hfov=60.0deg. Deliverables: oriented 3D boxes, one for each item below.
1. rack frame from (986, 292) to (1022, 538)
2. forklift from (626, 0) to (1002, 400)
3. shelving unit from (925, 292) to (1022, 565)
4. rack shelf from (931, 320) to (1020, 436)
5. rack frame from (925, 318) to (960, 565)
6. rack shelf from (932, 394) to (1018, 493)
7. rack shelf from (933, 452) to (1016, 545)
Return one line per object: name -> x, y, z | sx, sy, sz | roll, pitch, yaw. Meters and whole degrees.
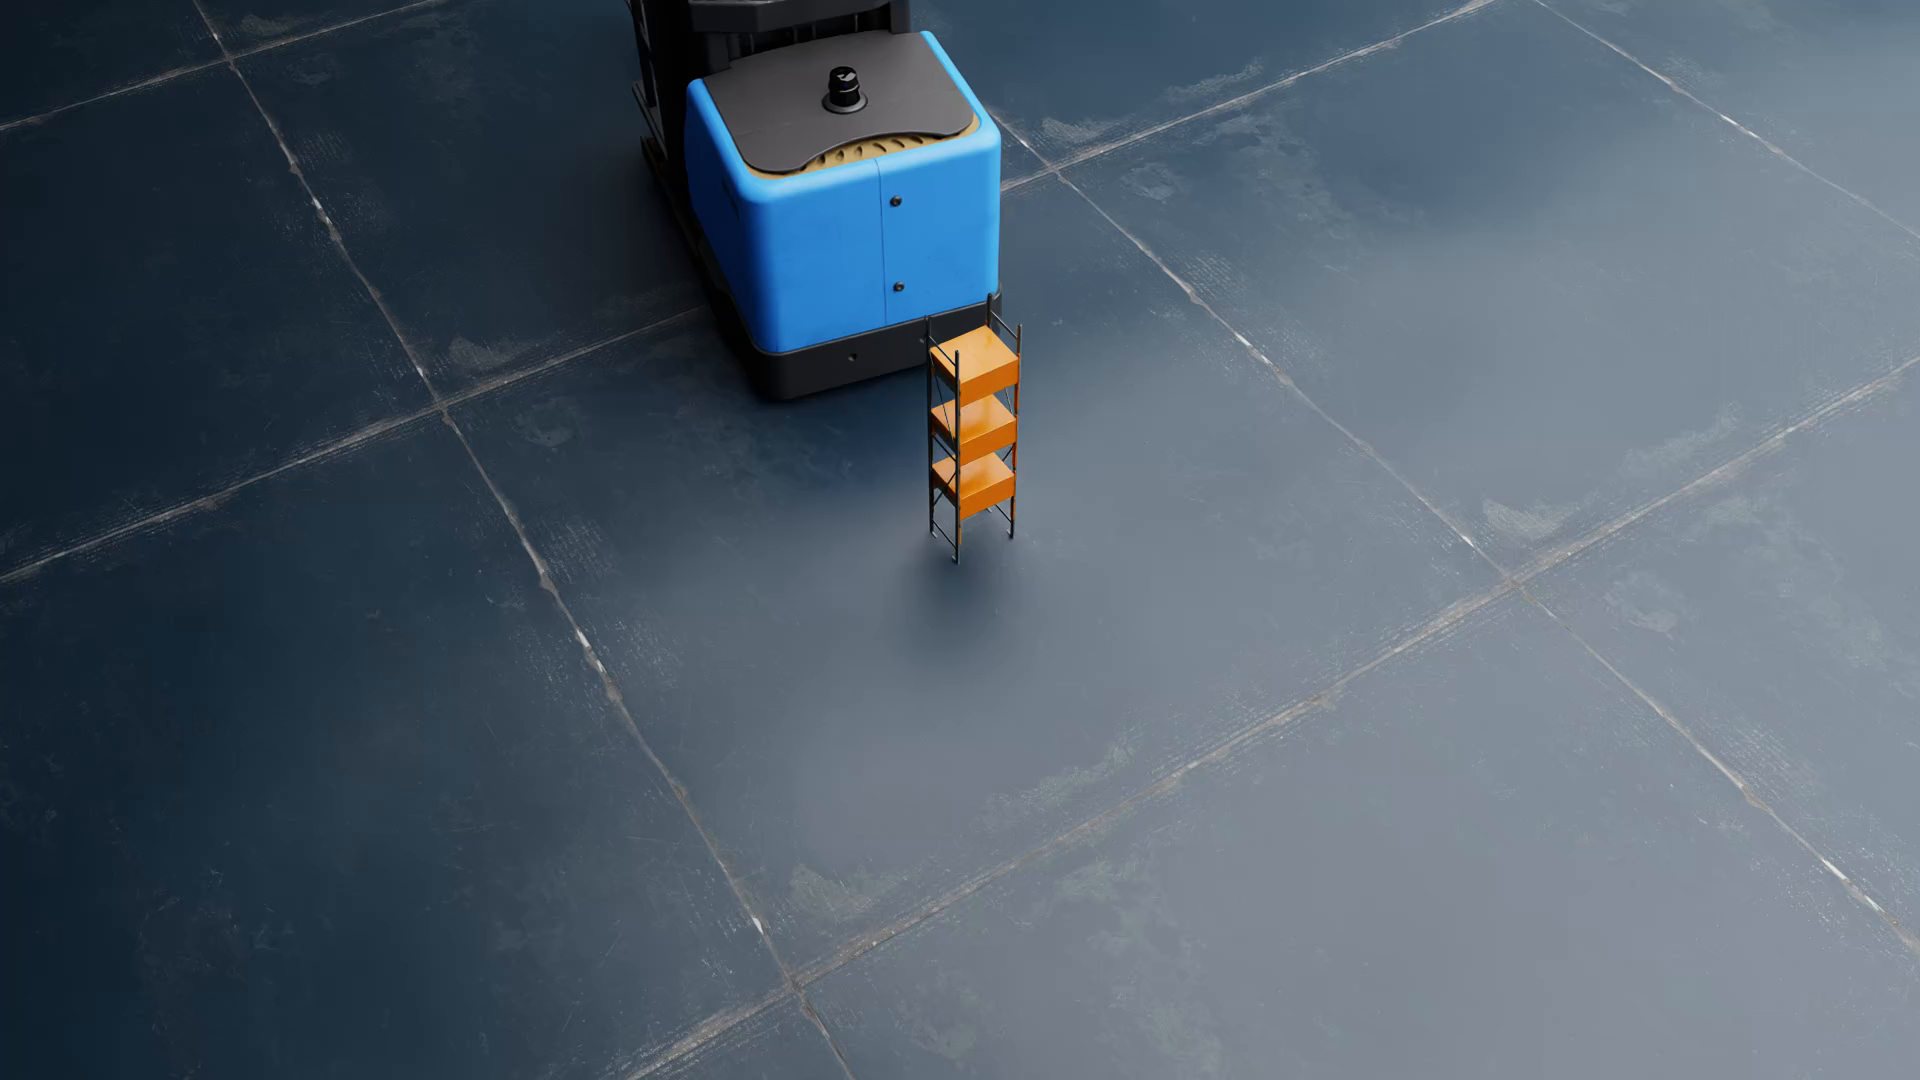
rack frame -> 0.148, -0.419, 5.920 | 0.008, 1.050, 0.200 | -25, 53, -21
forklift -> -0.838, -2.659, 6.655 | 1.130, 2.935, 3.031 | -16, 50, -14
shelving unit -> 0.045, -0.370, 5.877 | 0.252, 1.050, 0.215 | -25, 53, -21
rack shelf -> 0.045, -0.552, 5.673 | 0.240, 0.259, 0.215 | -25, 53, -21
rack frame -> -0.058, -0.322, 5.834 | 0.008, 1.050, 0.200 | -25, 53, -21
rack shelf -> 0.045, -0.363, 5.885 | 0.240, 0.259, 0.215 | -25, 53, -21
rack shelf -> 0.045, -0.179, 6.092 | 0.240, 0.259, 0.215 | -25, 53, -21
